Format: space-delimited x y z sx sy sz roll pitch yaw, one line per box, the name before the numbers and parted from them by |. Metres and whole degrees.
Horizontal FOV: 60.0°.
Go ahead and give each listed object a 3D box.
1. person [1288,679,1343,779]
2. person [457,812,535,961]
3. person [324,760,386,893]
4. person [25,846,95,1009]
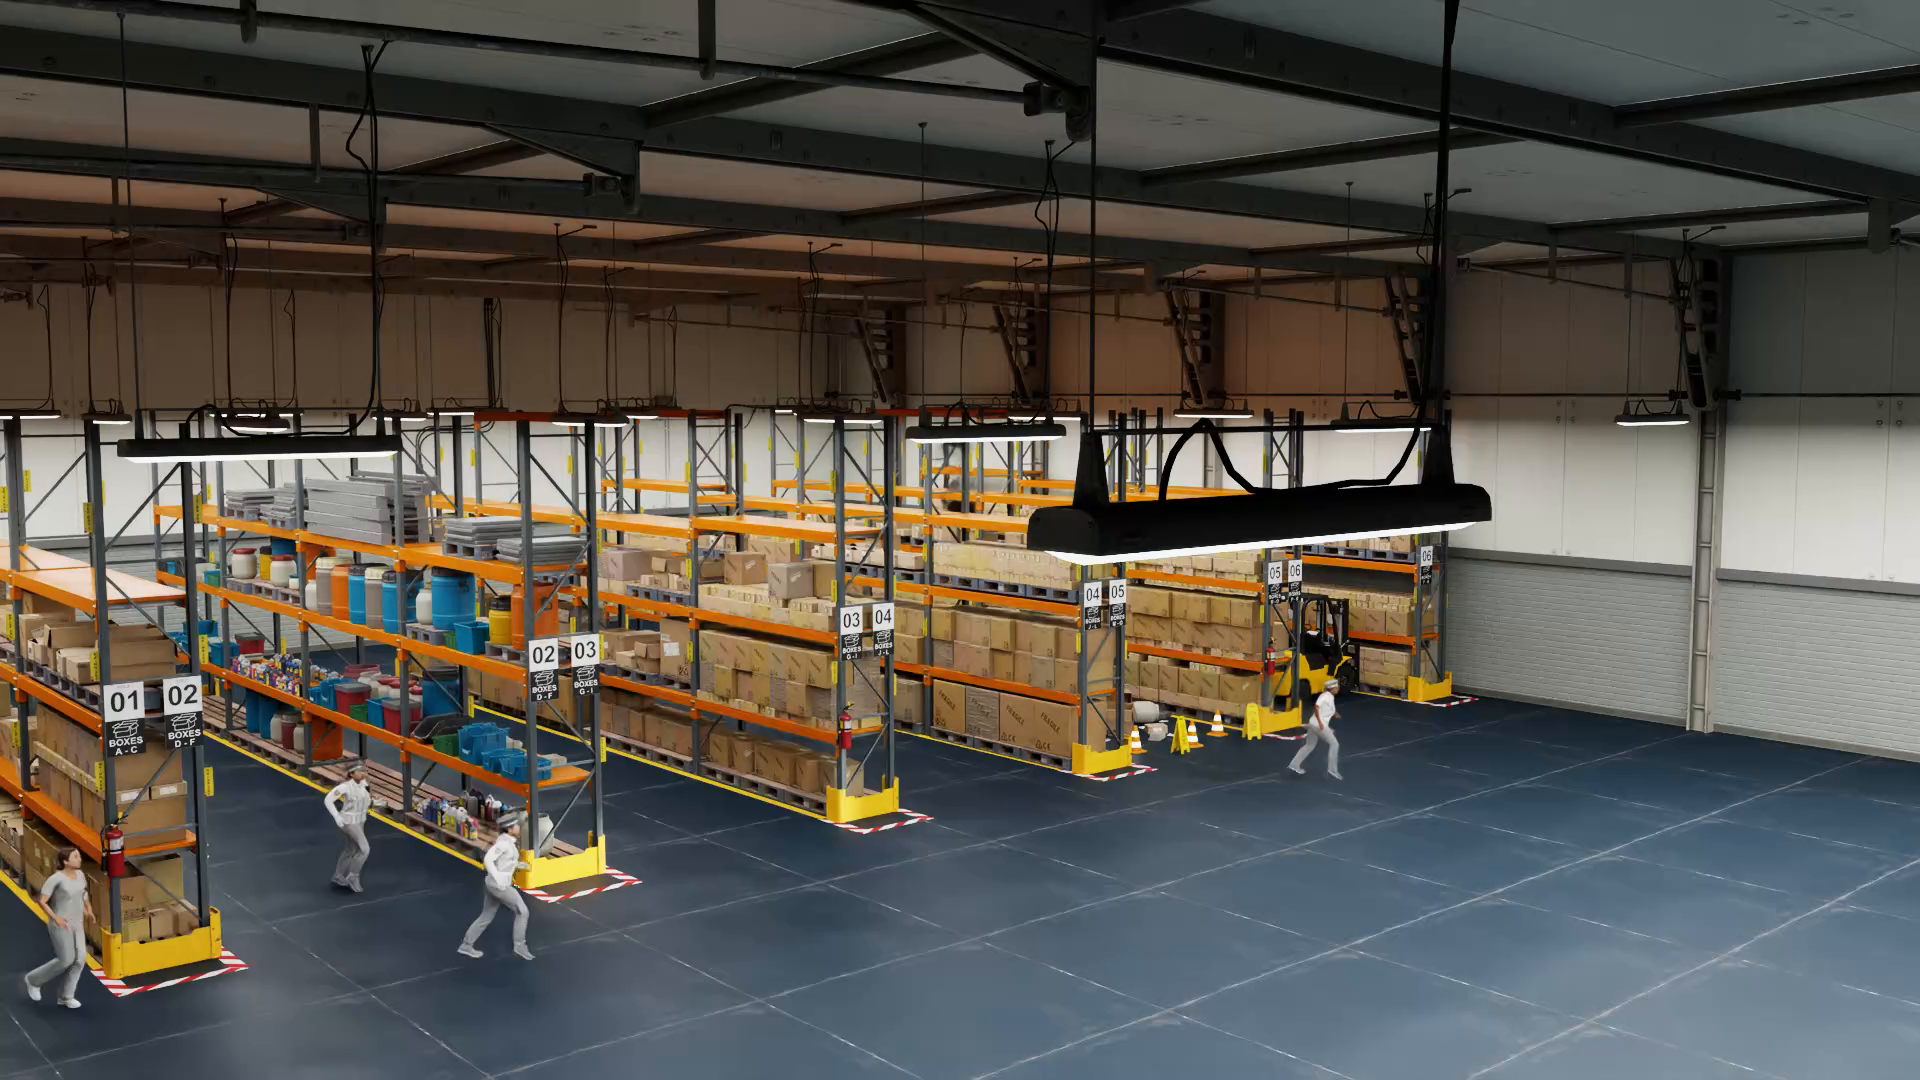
person | 5.894 3.119 27.421 0.861 1.683 0.572 0 5 4
person | -5.174 3.885 18.499 0.832 1.706 0.624 -2 5 -18
person | -7.720 3.645 21.196 0.758 1.725 0.599 1 5 16
person | -9.335 3.999 17.348 0.624 1.627 0.599 1 5 14
